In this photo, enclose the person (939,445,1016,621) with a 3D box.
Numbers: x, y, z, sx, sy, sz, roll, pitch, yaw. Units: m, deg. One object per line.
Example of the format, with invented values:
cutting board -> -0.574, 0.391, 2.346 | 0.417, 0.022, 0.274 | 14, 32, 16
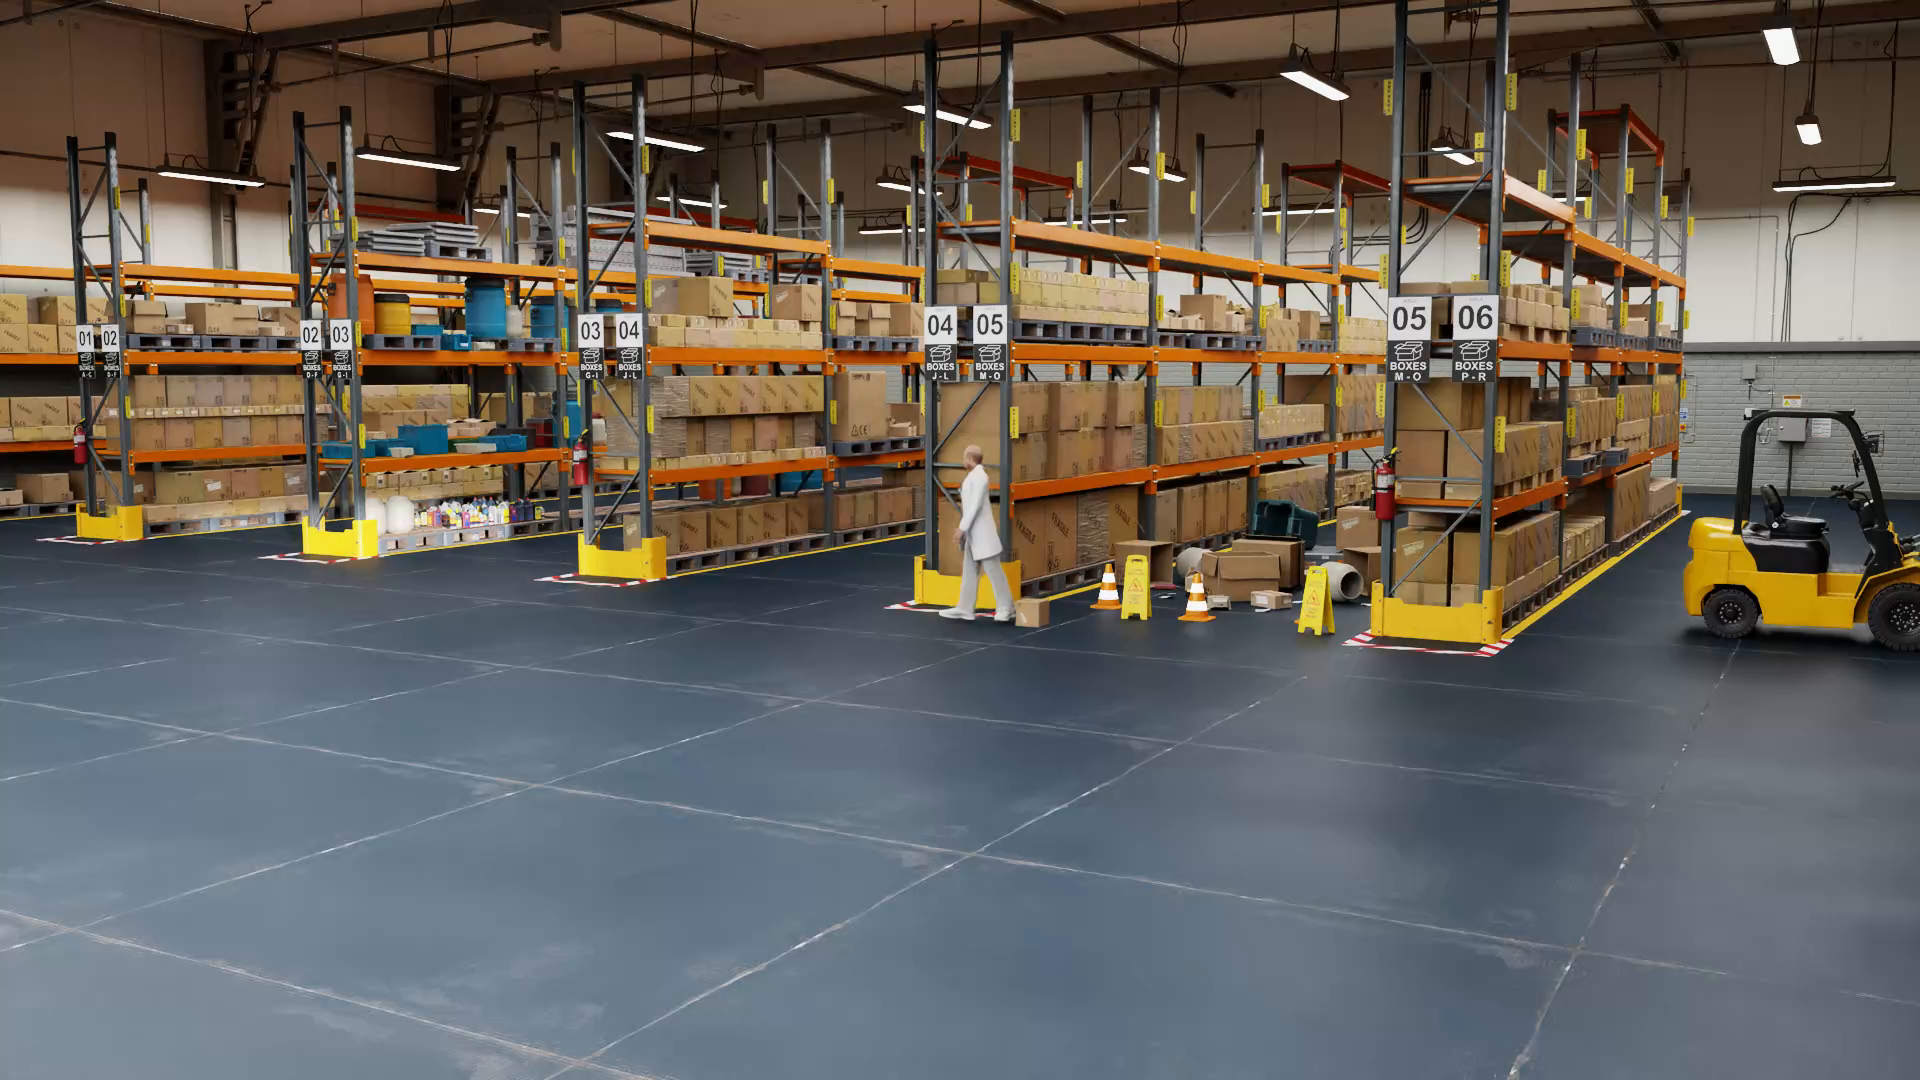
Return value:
person -> 0.187, -0.070, 16.635 | 0.766, 1.764, 0.611 | -1, 6, -7
